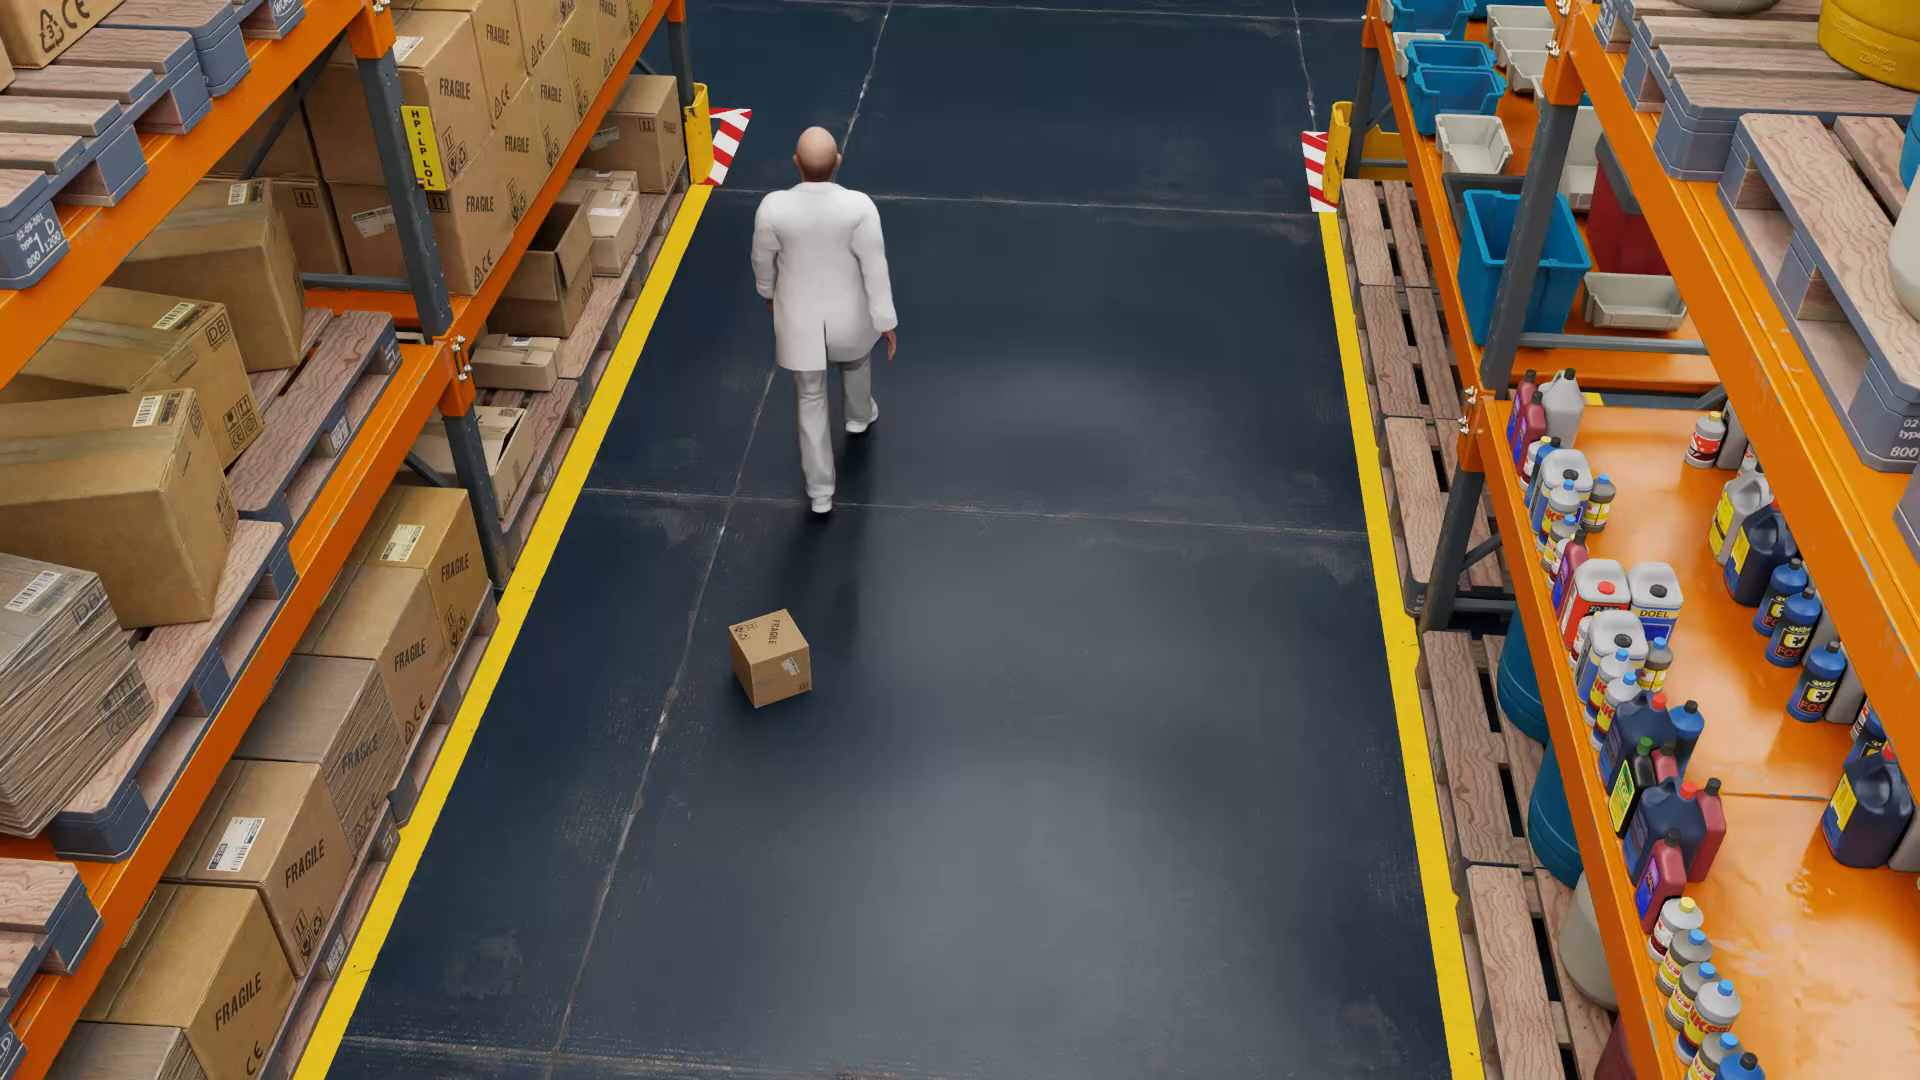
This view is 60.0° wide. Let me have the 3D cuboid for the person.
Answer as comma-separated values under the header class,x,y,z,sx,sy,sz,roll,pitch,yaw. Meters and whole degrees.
class,x,y,z,sx,sy,sz,roll,pitch,yaw
person,-0.602,-1.058,7.443,0.621,1.779,0.941,-3,40,-4
